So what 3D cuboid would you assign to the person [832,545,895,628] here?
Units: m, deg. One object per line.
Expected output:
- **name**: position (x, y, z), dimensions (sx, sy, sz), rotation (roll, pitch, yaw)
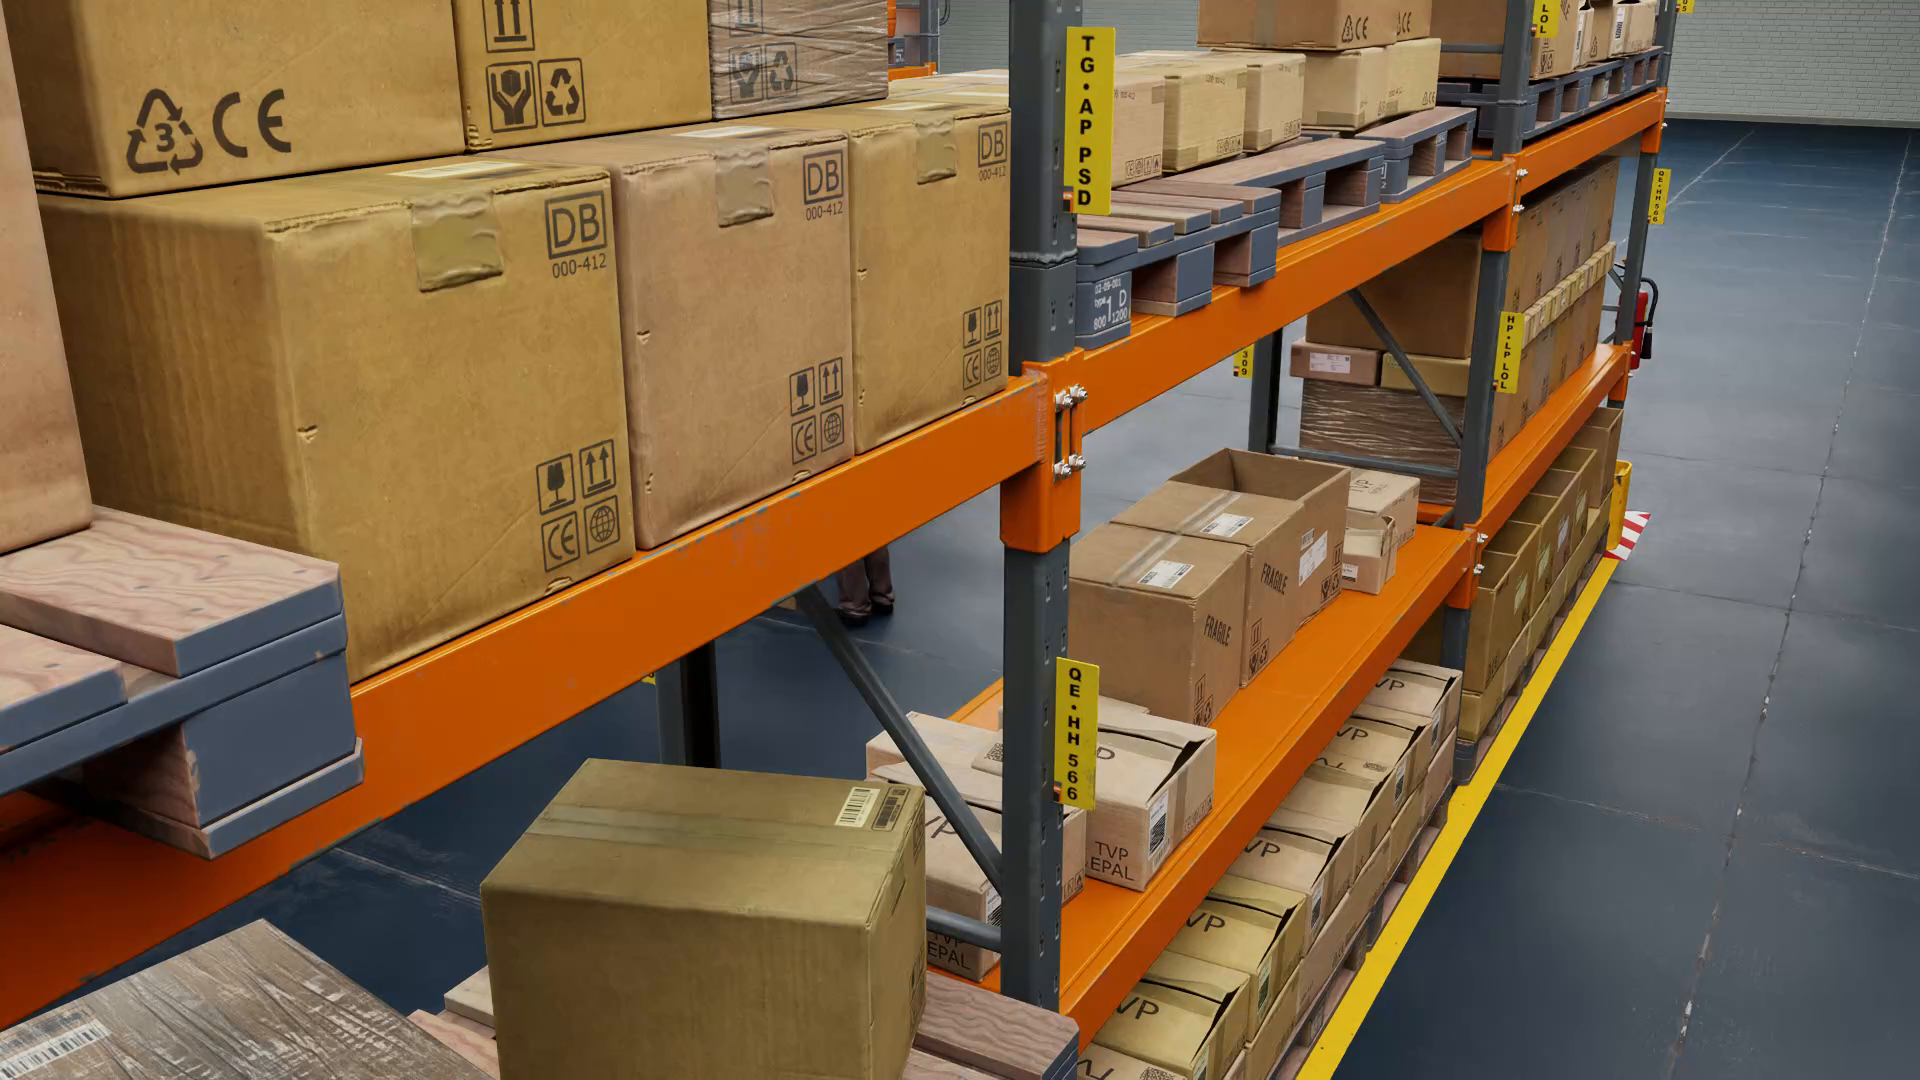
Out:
- **person**: position (-0.589, -0.375, 9.187), dimensions (0.358, 1.716, 0.531), rotation (11, 22, 29)
